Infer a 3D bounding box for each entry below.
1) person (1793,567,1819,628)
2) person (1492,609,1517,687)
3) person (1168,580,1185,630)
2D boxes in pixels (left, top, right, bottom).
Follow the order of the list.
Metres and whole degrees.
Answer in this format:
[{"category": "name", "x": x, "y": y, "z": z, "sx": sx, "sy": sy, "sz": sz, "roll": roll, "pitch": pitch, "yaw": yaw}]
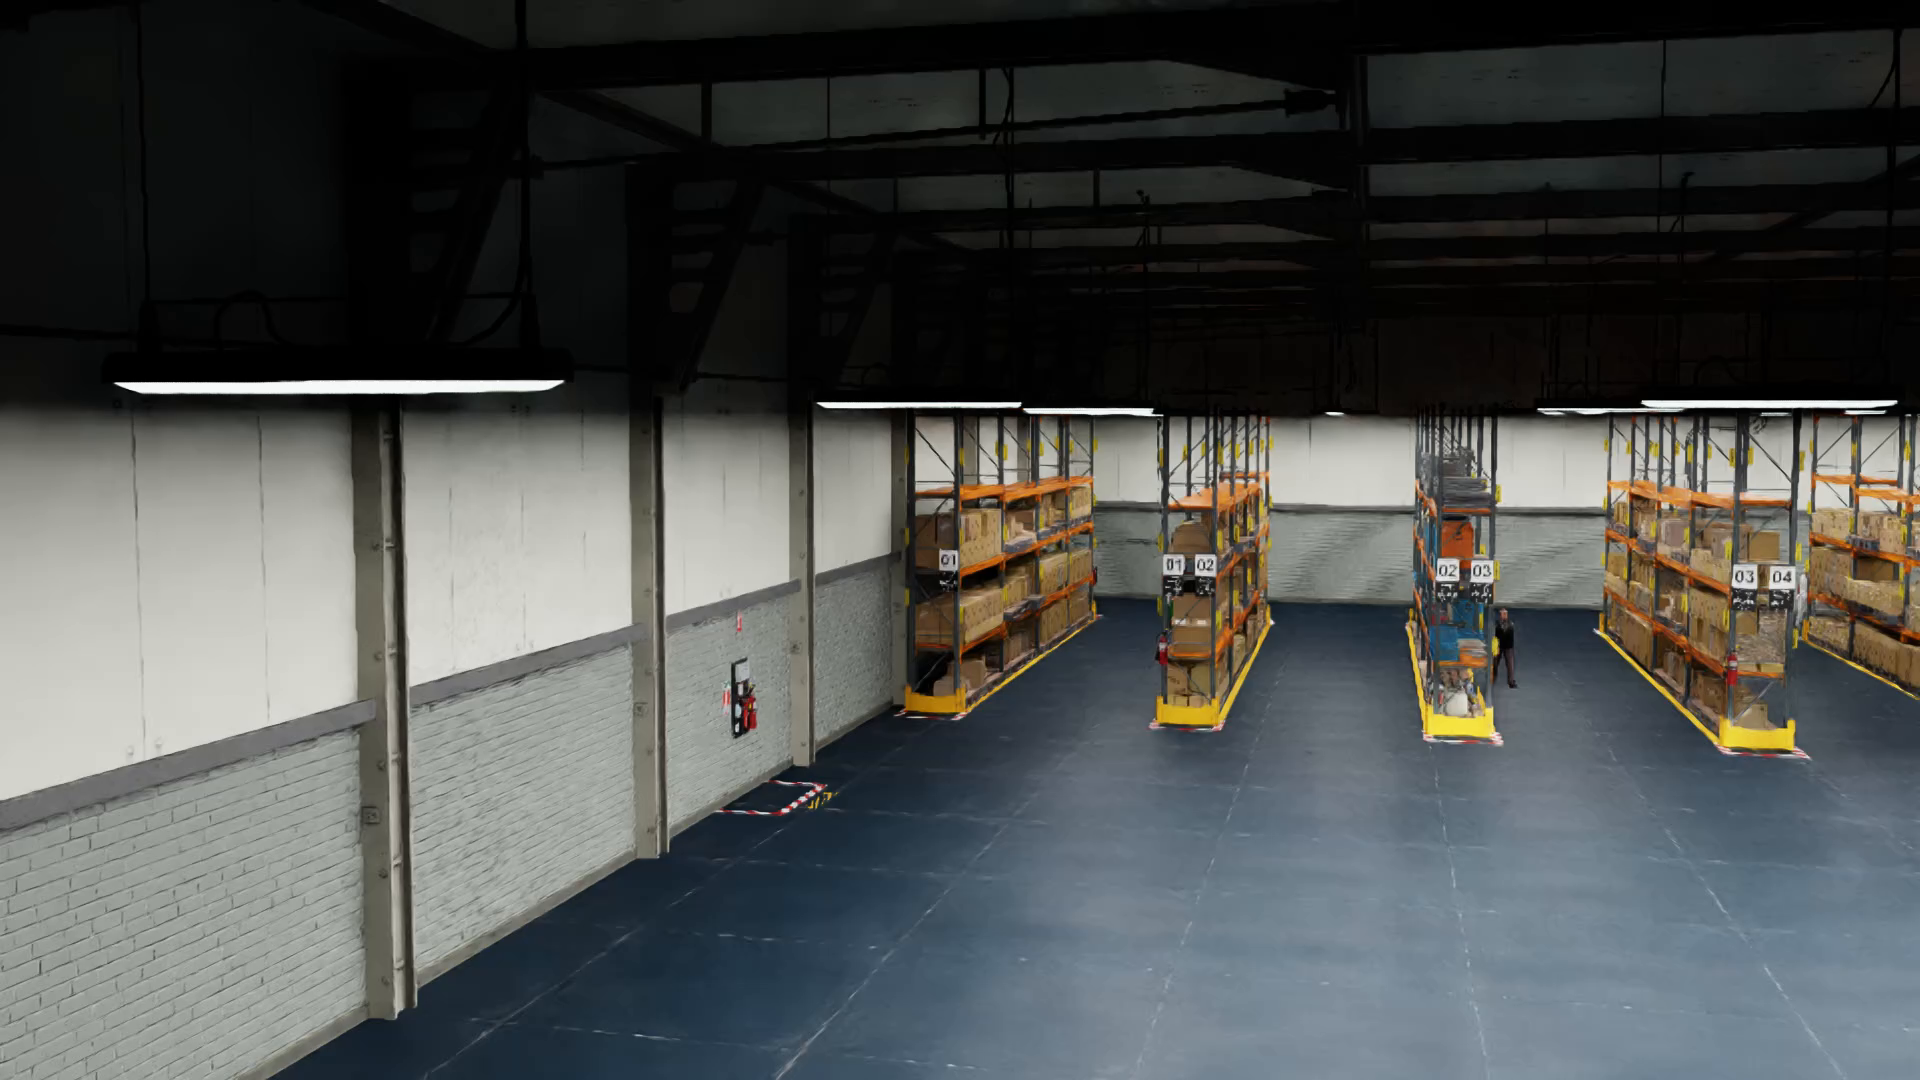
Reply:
[{"category": "person", "x": 23.219, "y": 1.540, "z": 45.560, "sx": 0.610, "sy": 1.739, "sz": 0.962, "roll": 3, "pitch": 5, "yaw": 38}, {"category": "person", "x": 11.605, "y": 2.293, "z": 35.591, "sx": 0.537, "sy": 1.662, "sz": 1.028, "roll": 0, "pitch": 4, "yaw": 5}, {"category": "person", "x": 5.834, "y": 1.621, "z": 44.529, "sx": 0.677, "sy": 1.742, "sz": 0.550, "roll": 1, "pitch": 4, "yaw": 13}]
